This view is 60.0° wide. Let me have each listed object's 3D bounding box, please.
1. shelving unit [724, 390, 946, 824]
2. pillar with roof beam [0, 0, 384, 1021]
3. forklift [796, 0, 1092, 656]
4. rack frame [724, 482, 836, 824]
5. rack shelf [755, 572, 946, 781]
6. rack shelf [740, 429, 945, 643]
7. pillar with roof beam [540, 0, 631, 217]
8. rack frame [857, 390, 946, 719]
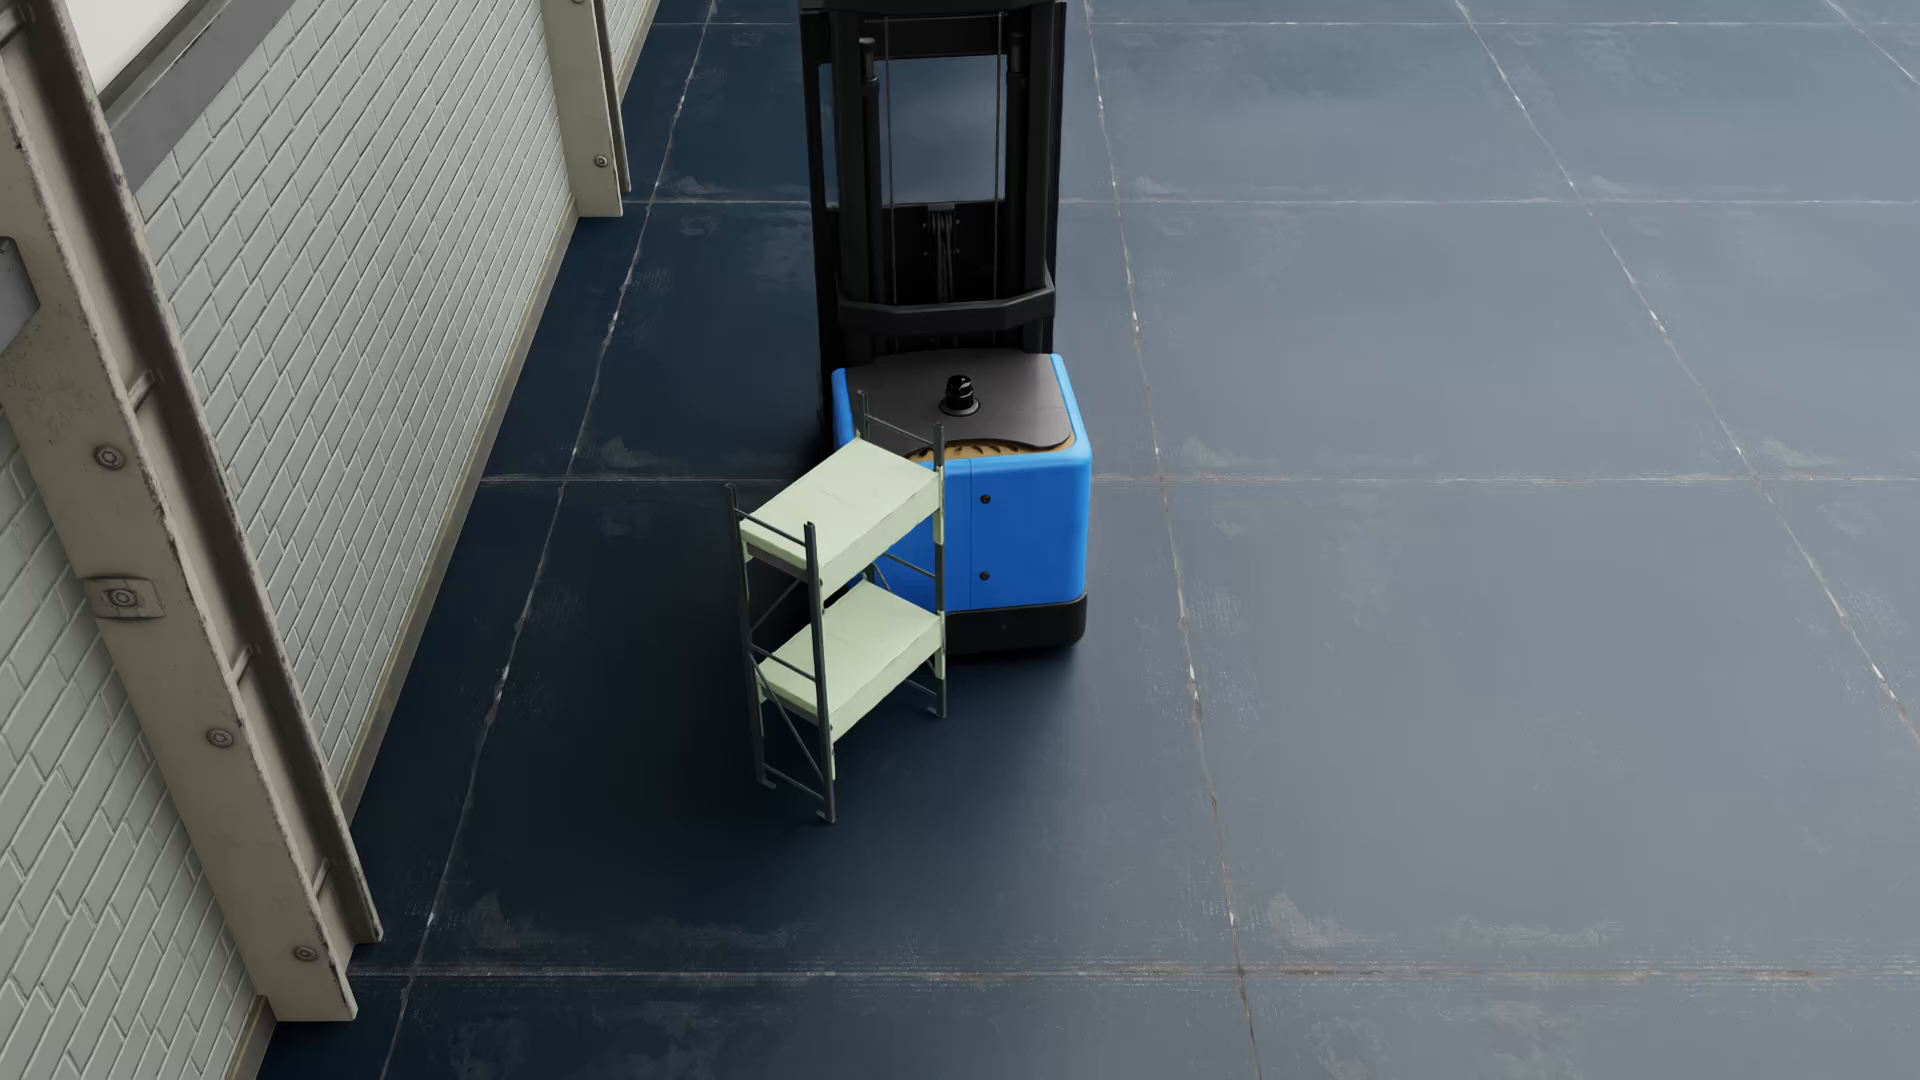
[{"bbox_3d":[-0.443,0.278,6.449,0.431,1.500,0.755,25,45,28],"label":"shelving unit"},{"bbox_3d":[2.009,-1.940,3.220,9.100,9.000,0.400,0,39,0],"label":"pillar with roof beam"},{"bbox_3d":[-0.143,-1.533,7.565,1.130,2.935,3.031,-5,39,-6],"label":"forklift"},{"bbox_3d":[-0.660,0.462,6.219,0.400,1.500,0.023,25,45,28],"label":"rack frame"},{"bbox_3d":[-0.443,0.533,6.653,0.431,0.370,0.720,25,45,28],"label":"rack shelf"},{"bbox_3d":[-0.443,-0.026,6.205,0.431,0.370,0.720,25,45,28],"label":"rack shelf"},{"bbox_3d":[2.002,-5.692,7.902,9.100,9.000,0.400,0,39,0],"label":"pillar with roof beam"},{"bbox_3d":[-0.225,0.094,6.678,0.400,1.500,0.023,25,45,28],"label":"rack frame"}]
